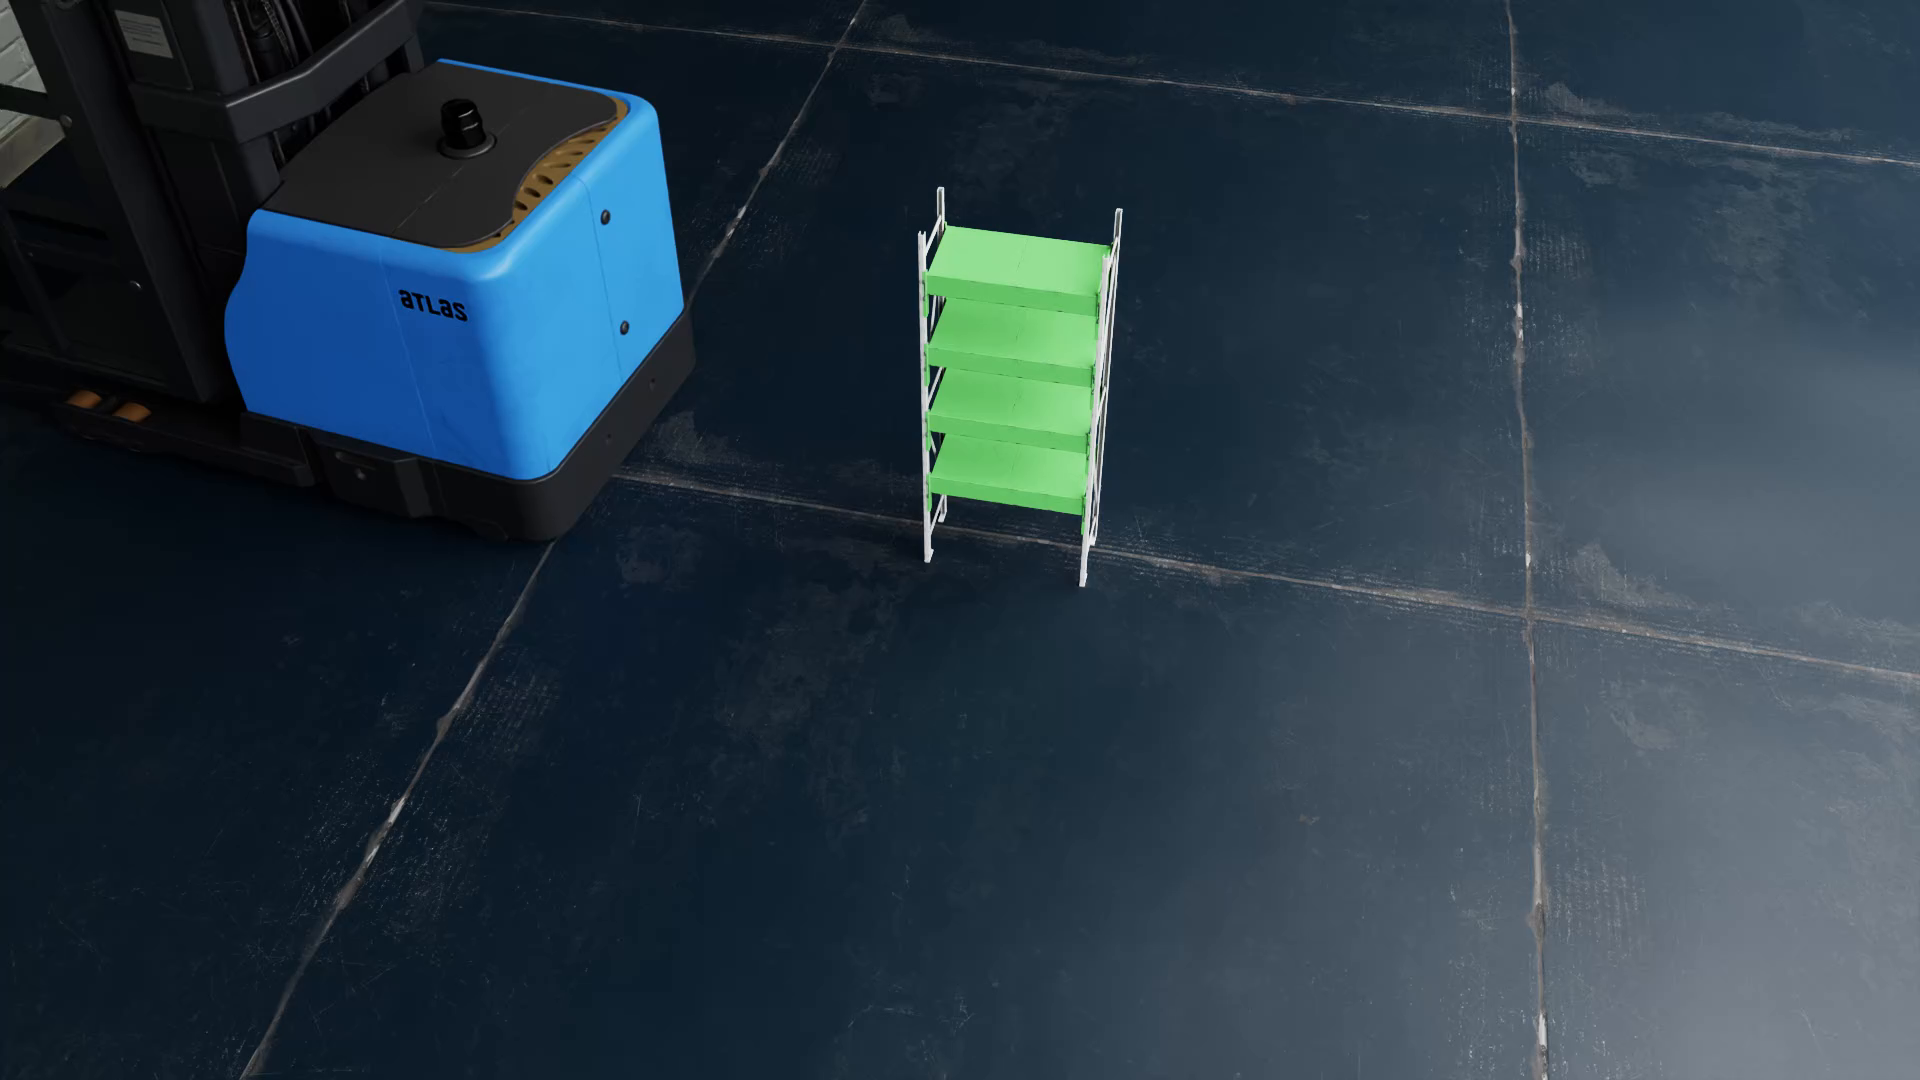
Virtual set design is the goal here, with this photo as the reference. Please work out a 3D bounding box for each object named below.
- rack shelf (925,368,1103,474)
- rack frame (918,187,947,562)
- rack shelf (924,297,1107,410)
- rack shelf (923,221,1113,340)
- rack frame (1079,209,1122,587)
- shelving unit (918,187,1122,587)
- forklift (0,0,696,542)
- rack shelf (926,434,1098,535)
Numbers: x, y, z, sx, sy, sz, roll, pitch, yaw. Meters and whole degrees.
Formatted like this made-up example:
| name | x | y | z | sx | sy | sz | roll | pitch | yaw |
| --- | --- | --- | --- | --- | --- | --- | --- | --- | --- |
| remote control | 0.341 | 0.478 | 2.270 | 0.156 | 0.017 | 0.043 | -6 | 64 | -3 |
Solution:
| name | x | y | z | sx | sy | sz | roll | pitch | yaw |
| --- | --- | --- | --- | --- | --- | --- | --- | --- | --- |
| rack shelf | 0.162 | -0.361 | 4.852 | 0.480 | 0.148 | 0.258 | 9 | 45 | 9 |
| rack frame | -0.077 | -0.444 | 4.846 | 0.015 | 1.200 | 0.240 | 9 | 45 | 9 |
| rack shelf | 0.162 | -0.534 | 4.686 | 0.480 | 0.148 | 0.258 | 9 | 45 | 9 |
| rack shelf | 0.162 | -0.707 | 4.519 | 0.480 | 0.148 | 0.258 | 9 | 45 | 9 |
| rack frame | 0.400 | -0.370 | 4.769 | 0.015 | 1.200 | 0.240 | 9 | 45 | 9 |
| shelving unit | 0.162 | -0.407 | 4.808 | 0.503 | 1.200 | 0.258 | 9 | 45 | 9 |
| forklift | -2.491 | -1.678 | 4.879 | 3.031 | 2.935 | 1.130 | 14 | 46 | 14 |
| rack shelf | 0.162 | -0.188 | 5.019 | 0.480 | 0.148 | 0.258 | 9 | 45 | 9 |
